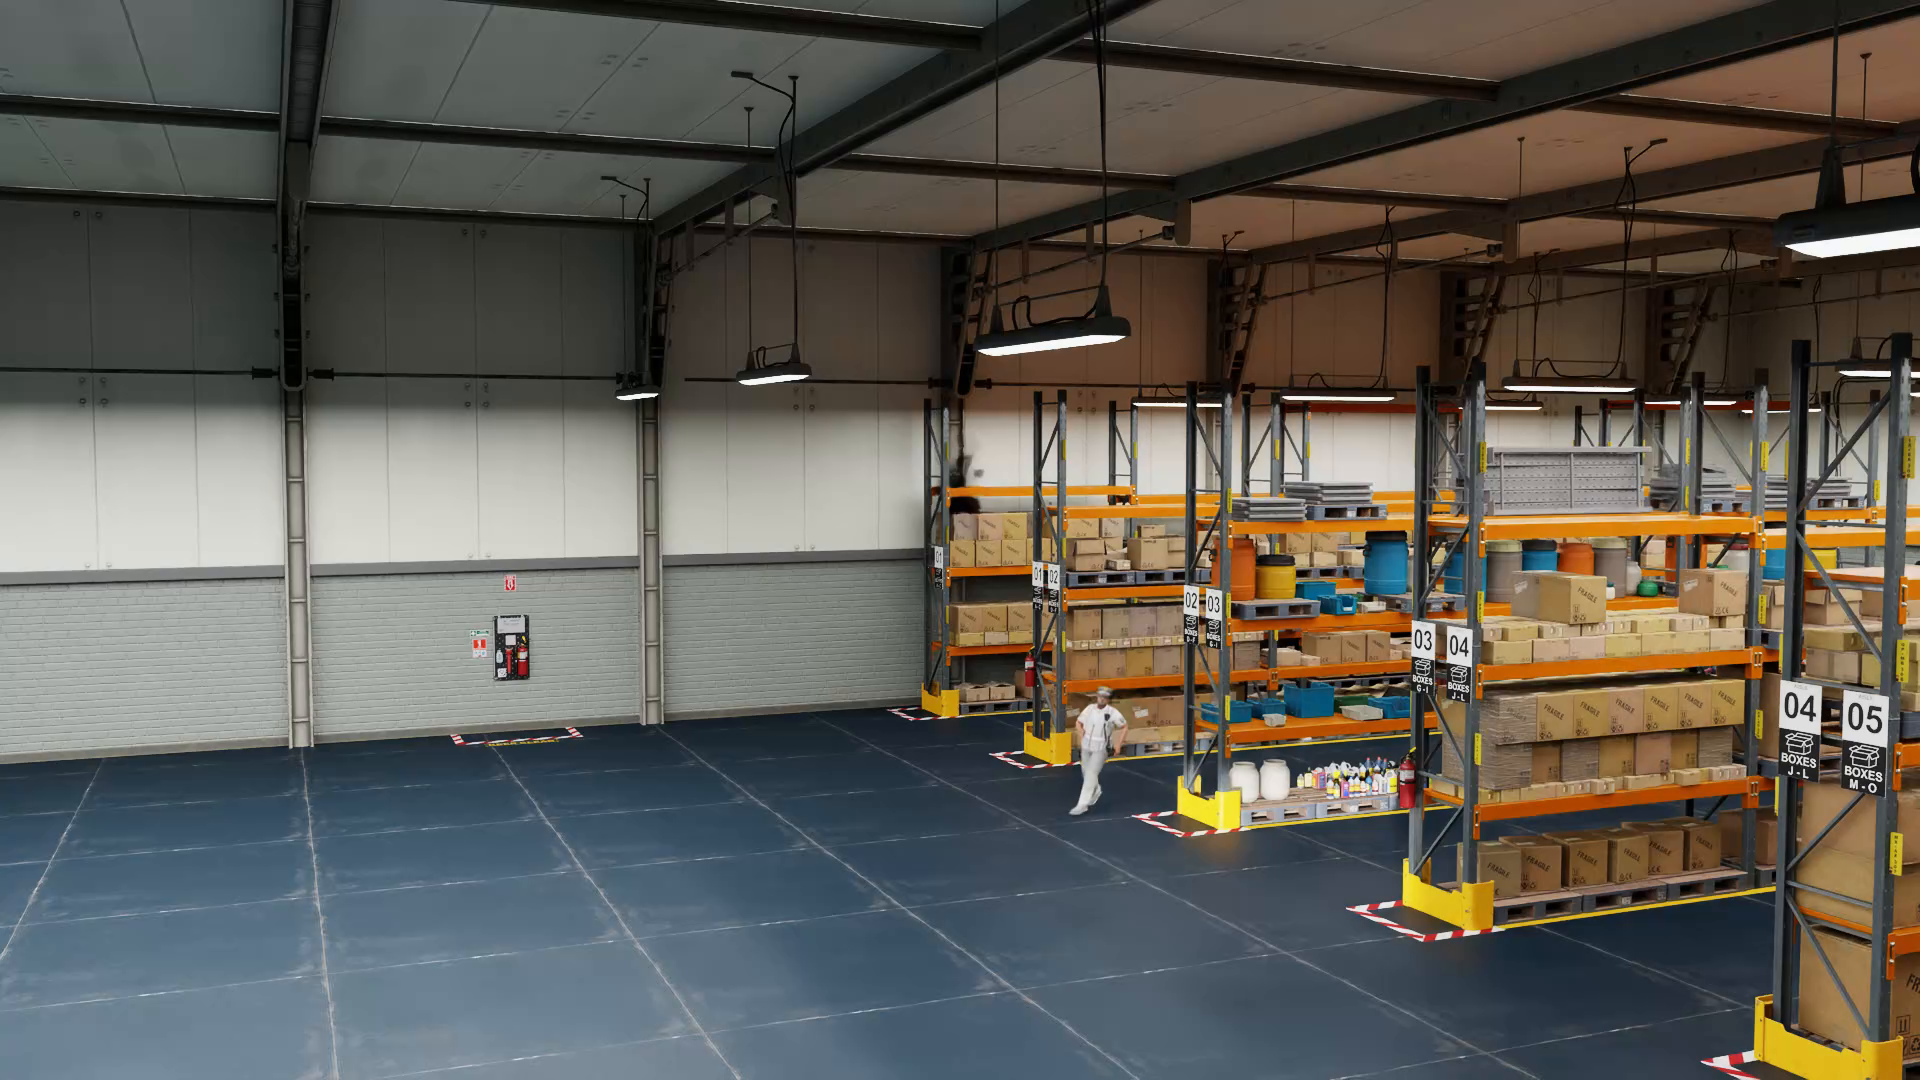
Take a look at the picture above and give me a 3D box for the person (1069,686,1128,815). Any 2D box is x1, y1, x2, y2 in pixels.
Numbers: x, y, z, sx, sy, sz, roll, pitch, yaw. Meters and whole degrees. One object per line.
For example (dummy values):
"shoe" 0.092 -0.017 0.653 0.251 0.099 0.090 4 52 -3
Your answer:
"person" 1.881 2.899 23.136 0.713 1.726 0.977 2 4 34
